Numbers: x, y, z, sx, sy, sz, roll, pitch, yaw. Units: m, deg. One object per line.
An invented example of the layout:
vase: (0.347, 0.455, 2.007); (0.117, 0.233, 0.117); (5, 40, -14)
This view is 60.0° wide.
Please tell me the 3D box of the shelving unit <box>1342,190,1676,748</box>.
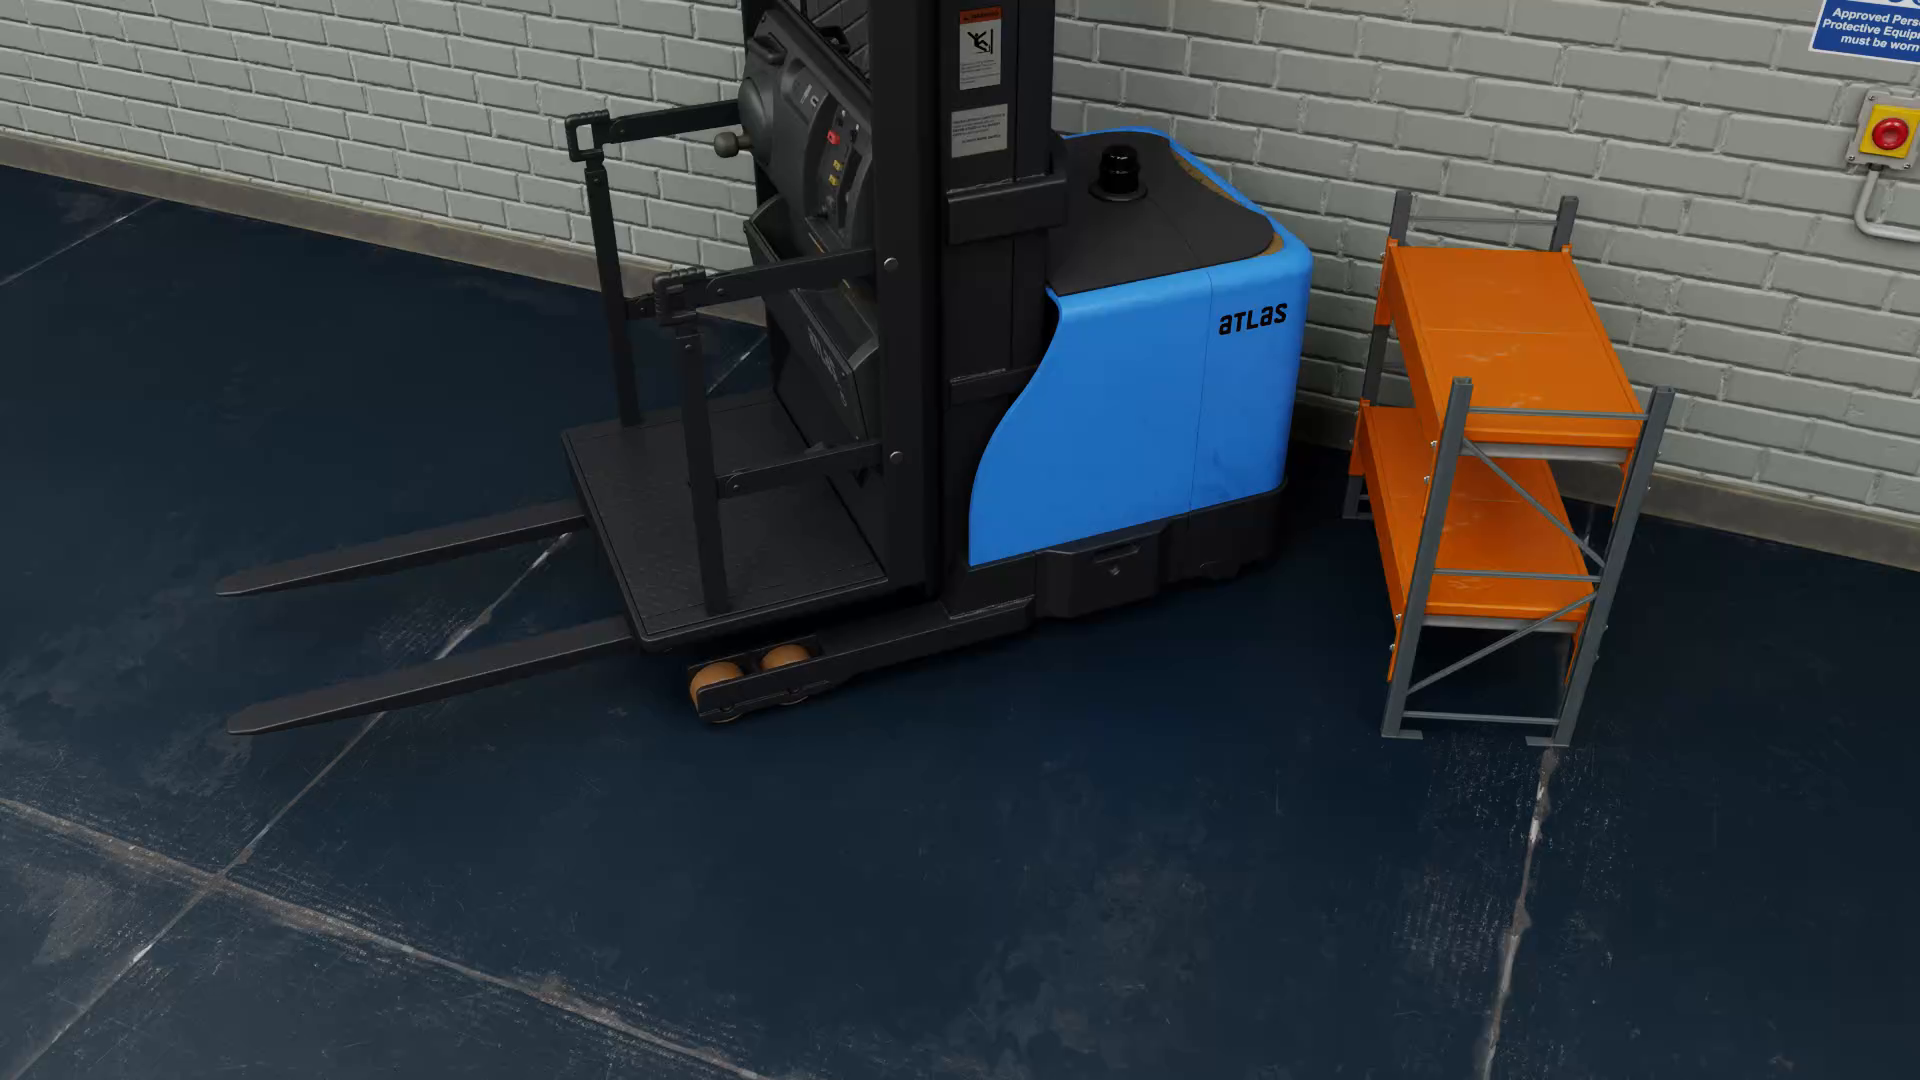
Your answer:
shelving unit: (1.439, -0.213, 4.595); (0.538, 1.125, 1.048); (3, 37, 4)

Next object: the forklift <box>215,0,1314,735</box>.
forklift: (-0.584, -1.031, 4.182); (3.031, 2.935, 1.130); (-14, 39, -18)

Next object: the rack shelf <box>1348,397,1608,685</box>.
rack shelf: (1.439, -0.017, 4.741); (0.538, 0.278, 1.000); (3, 37, 4)

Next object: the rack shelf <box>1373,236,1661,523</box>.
rack shelf: (1.439, -0.447, 4.420); (0.538, 0.278, 1.000); (3, 37, 4)

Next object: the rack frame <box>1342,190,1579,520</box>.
rack frame: (1.479, -0.516, 5.001); (0.500, 1.125, 0.032); (3, 37, 4)

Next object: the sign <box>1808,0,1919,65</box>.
sign: (2.422, -1.360, 4.339); (0.327, 0.218, 0.001); (14, 39, 18)

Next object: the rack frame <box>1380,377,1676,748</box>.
rack frame: (1.399, 0.091, 4.189); (0.500, 1.125, 0.032); (3, 37, 4)

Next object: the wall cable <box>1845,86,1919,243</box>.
wall cable: (2.443, -1.627, 4.046); (0.585, 1.953, 0.123); (14, 39, 18)
